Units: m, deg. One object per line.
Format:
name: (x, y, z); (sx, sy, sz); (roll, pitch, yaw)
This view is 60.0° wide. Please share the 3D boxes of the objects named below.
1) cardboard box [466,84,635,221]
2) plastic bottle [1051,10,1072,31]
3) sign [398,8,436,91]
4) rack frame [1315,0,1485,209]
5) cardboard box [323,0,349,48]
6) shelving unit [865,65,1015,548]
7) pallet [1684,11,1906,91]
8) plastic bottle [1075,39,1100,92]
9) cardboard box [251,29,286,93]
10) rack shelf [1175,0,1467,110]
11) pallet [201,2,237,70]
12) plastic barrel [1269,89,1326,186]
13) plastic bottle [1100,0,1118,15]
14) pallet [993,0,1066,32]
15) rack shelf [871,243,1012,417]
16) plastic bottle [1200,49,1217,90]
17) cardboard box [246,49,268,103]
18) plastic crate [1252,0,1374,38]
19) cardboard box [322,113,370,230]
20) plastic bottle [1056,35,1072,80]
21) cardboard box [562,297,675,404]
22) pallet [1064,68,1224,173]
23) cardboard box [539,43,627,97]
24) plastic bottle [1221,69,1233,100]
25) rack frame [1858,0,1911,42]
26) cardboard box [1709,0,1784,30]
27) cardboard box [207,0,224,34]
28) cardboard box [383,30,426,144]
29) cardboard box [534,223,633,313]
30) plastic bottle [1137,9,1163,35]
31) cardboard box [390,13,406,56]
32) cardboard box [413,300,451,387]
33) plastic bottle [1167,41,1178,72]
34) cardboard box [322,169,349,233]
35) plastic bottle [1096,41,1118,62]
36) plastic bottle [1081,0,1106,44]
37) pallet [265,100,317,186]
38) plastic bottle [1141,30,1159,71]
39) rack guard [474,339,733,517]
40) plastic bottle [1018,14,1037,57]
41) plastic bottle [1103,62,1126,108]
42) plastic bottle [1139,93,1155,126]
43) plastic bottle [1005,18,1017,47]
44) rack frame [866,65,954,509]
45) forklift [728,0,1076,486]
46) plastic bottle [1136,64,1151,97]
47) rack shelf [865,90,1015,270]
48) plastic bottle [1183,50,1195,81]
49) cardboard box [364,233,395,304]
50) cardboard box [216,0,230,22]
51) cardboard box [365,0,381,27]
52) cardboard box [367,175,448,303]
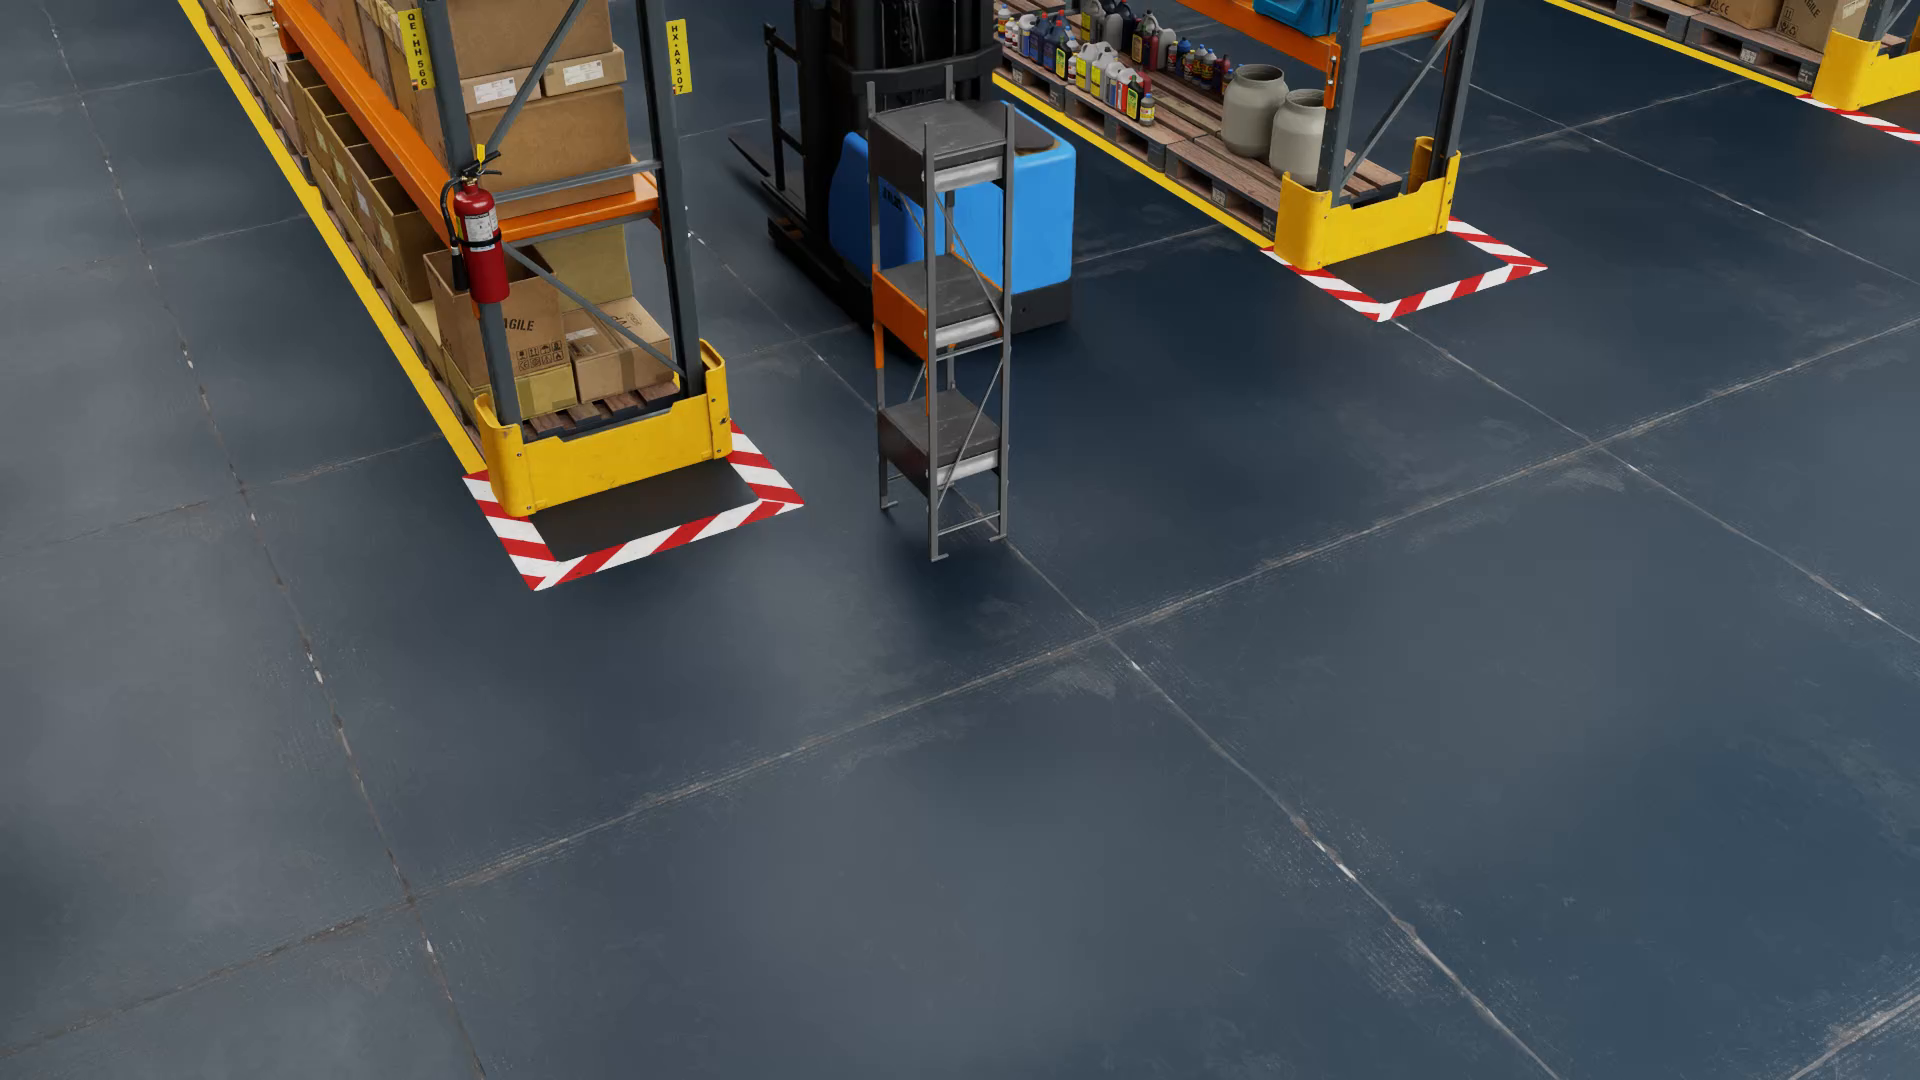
cardboard box: (-1.947, -1.860, 7.669); (0.700, 0.500, 0.500); (-19, 40, -24)
plastic bottle: (0.723, -3.699, 12.145); (0.144, 0.351, 0.185); (-19, 40, -24)
sign: (-2.199, -1.987, 6.745); (0.100, 0.325, 0.005); (-19, 40, -24)
rack frame: (2.561, -3.044, 9.374); (1.000, 3.000, 0.127); (-19, 40, -24)
cardboard box: (-3.234, -3.166, 9.457); (0.700, 0.500, 0.500); (-19, 40, -24)
shelving unit: (-0.084, -0.933, 7.248); (0.431, 2.100, 0.499); (-19, 40, -24)
pallet: (6.428, -3.849, 12.840); (1.003, 0.211, 1.213); (-19, 40, -24)
plastic bottle: (0.907, -3.344, 11.658); (0.144, 0.351, 0.185); (-19, 40, -24)
cardboard box: (-4.451, -3.288, 11.209); (0.500, 0.311, 0.500); (-18, 40, -23)
rack shelf: (1.557, -3.773, 10.983); (1.077, 0.370, 4.000); (-19, 40, -24)
pallet: (-5.363, -4.100, 13.185); (1.003, 0.211, 1.213); (-19, 40, -24)
plastic barrel: (2.165, -2.521, 10.412); (0.421, 0.512, 0.421); (0, 36, 0)
plastic bottle: (1.125, -3.948, 12.486); (0.144, 0.351, 0.185); (-20, 41, -25)
pallet: (0.124, -4.346, 13.522); (1.003, 0.211, 1.213); (-19, 40, -24)
rack shelf: (-0.083, -0.921, 7.254); (0.431, 0.518, 0.480); (-19, 40, -24)
plastic bottle: (1.748, -3.311, 11.681); (0.097, 0.271, 0.097); (0, 36, 0)
cardboard box: (-4.702, -3.322, 11.730); (0.500, 0.250, 0.500); (-18, 40, -23)
plastic crate: (2.051, -3.150, 9.646); (0.499, 0.251, 0.616); (-19, 40, -24)
cardboard box: (-3.268, -2.140, 9.477); (0.500, 0.500, 0.500); (-19, 40, -24)
plastic bottle: (0.740, -3.437, 11.842); (0.061, 0.283, 0.133); (-17, 39, -22)
cardboard box: (-1.800, -0.976, 8.519); (0.500, 0.250, 0.500); (-19, 40, -24)
pallet: (1.470, -2.980, 11.651); (1.003, 0.211, 1.213); (-19, 40, -24)
cardboard box: (-1.734, -2.144, 7.507); (0.380, 0.149, 0.250); (-19, 40, -24)
plastic bottle: (1.868, -3.161, 11.534); (0.097, 0.201, 0.097); (0, 36, 0)
rack frame: (6.844, -4.511, 11.383); (1.000, 3.000, 0.127); (-19, 40, -24)
cardboard box: (6.215, -4.289, 12.843); (0.500, 0.500, 0.500); (-9, 37, -12)
cardboard box: (-5.480, -4.106, 12.804); (0.500, 0.250, 0.500); (-20, 41, -25)
cardboard box: (-2.459, -2.381, 8.382); (0.700, 0.500, 0.500); (-19, 40, -24)
cardboard box: (-2.053, -1.534, 8.646); (0.500, 0.500, 0.500); (-19, 40, -24)
plastic bottle: (1.383, -3.686, 12.126); (0.144, 0.351, 0.185); (-19, 40, -24)
cardboard box: (-2.466, -2.411, 7.873); (0.380, 0.149, 0.250); (-18, 40, -23)
cardboard box: (-2.510, -1.074, 8.653); (0.500, 0.250, 0.500); (-19, 40, -24)
plastic bottle: (1.544, -3.489, 11.984); (0.097, 0.201, 0.097); (0, 36, 0)
cardboard box: (-3.515, -2.094, 10.049); (0.500, 0.250, 0.500); (-19, 40, -24)
plastic bottle: (1.022, -3.370, 11.757); (0.152, 0.276, 0.135); (-19, 40, -24)
plastic bottle: (1.000, -3.906, 12.427); (0.144, 0.351, 0.185); (-19, 40, -24)
pallet: (-4.137, -2.856, 11.481); (1.003, 0.211, 1.213); (-19, 40, -24)
plastic bottle: (1.370, -3.543, 11.987); (0.061, 0.283, 0.133); (-19, 40, -24)
rack guard: (-1.711, -0.556, 8.087); (1.175, 0.500, 0.348); (-19, 40, -24)
plastic bottle: (0.519, -3.712, 12.225); (0.152, 0.276, 0.135); (-17, 40, -22)
plastic bottle: (1.087, -3.135, 11.436); (0.152, 0.276, 0.135); (-20, 41, -25)
plastic bottle: (1.260, -2.898, 11.174); (0.097, 0.201, 0.097); (0, 36, 0)
plastic bottle: (0.384, -3.787, 12.391); (0.097, 0.201, 0.097); (0, 36, 0)
rack frame: (-0.206, -1.057, 7.417); (0.400, 2.100, 0.015); (-19, 40, -24)
forklift: (-0.441, -2.531, 8.730); (1.782, 2.935, 4.545); (-18, 40, -23)
plastic bottle: (1.248, -3.099, 11.380); (0.061, 0.283, 0.133); (-19, 40, -24)
rack shelf: (-0.083, -1.487, 6.841); (0.431, 0.518, 0.480); (-19, 40, -24)
plastic bottle: (1.648, -3.384, 11.840); (0.097, 0.201, 0.097); (0, 36, 0)
cardboard box: (-3.012, -1.584, 9.351); (0.500, 0.250, 0.500); (-19, 40, -24)
cardboard box: (-5.208, -4.063, 12.269); (0.500, 0.311, 0.500); (-20, 41, -25)
cardboard box: (-2.732, -2.678, 8.239); (0.380, 0.149, 0.250); (-18, 40, -23)
cardboard box: (-2.765, -1.631, 8.779); (0.500, 0.500, 0.500); (-19, 40, -24)
